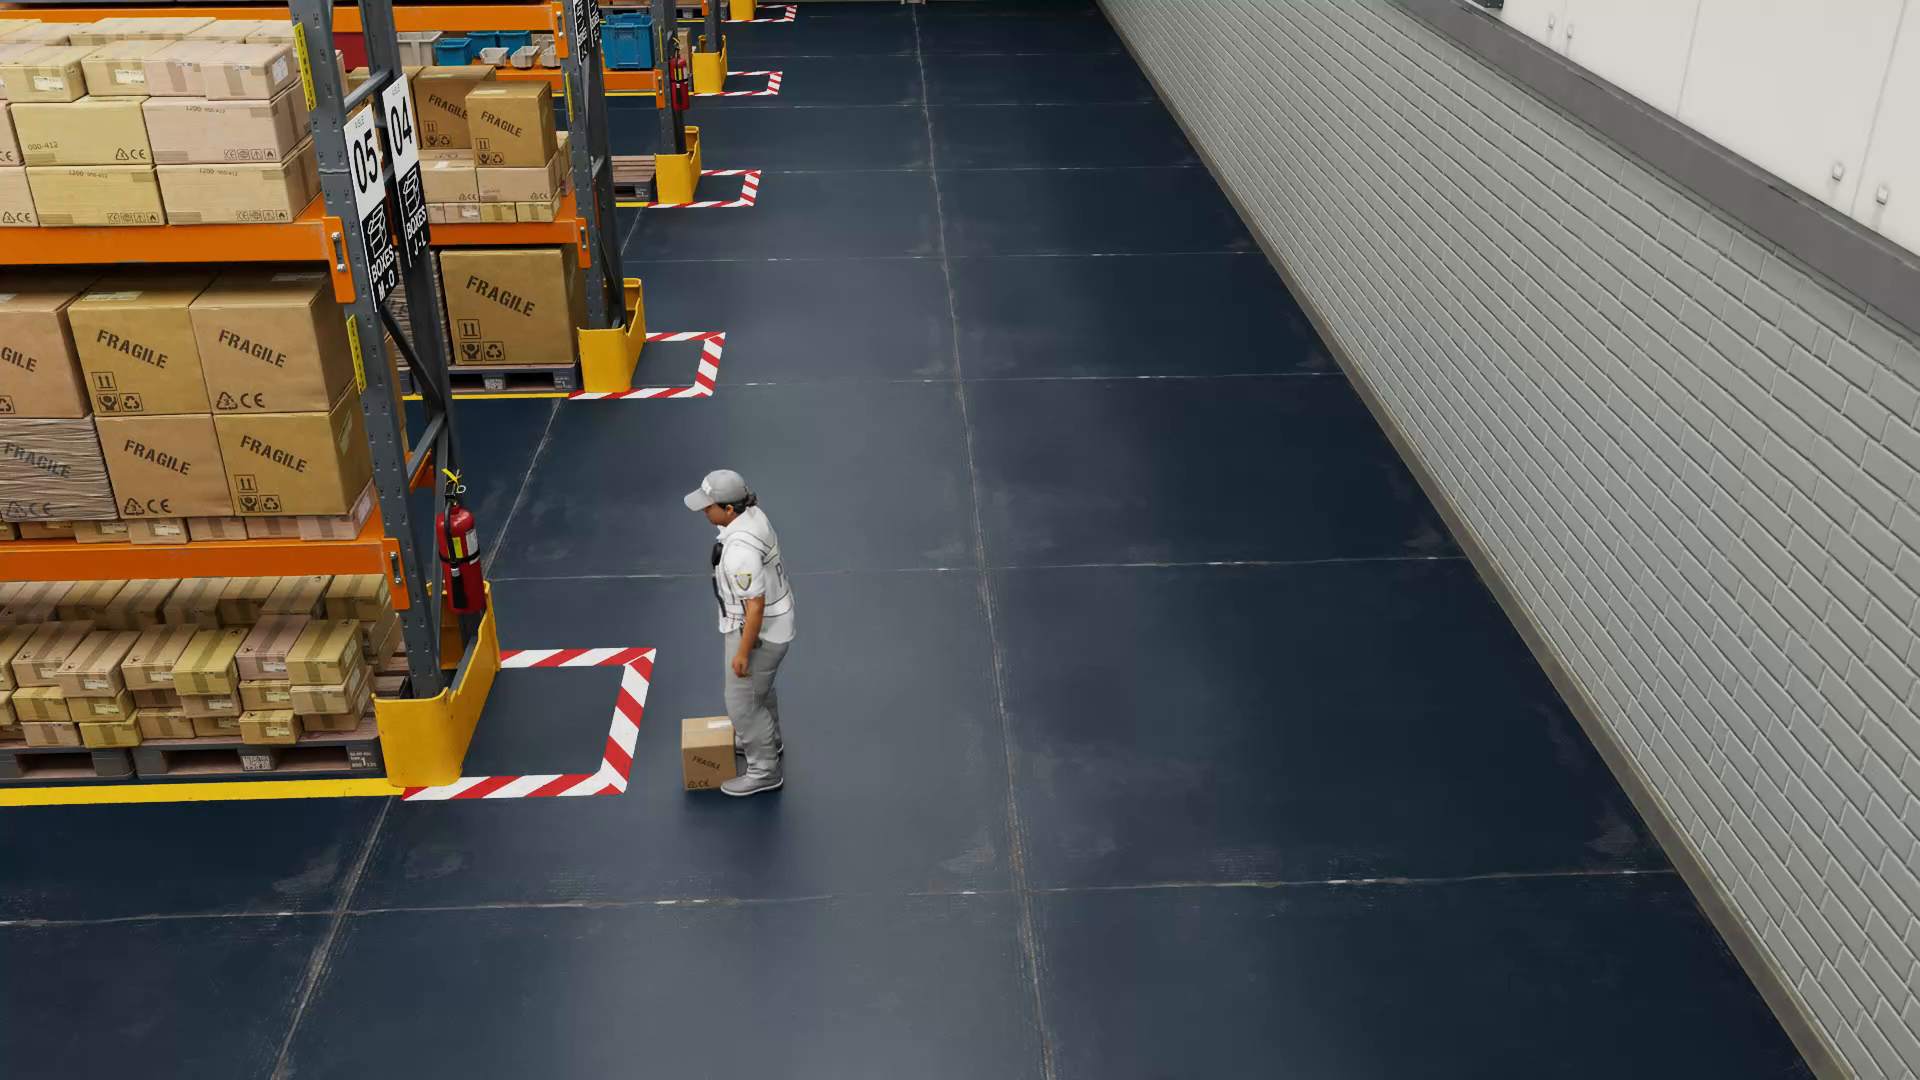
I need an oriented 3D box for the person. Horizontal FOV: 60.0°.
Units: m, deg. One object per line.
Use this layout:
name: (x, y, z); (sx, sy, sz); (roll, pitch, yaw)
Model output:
person: (-1.009, 0.413, 7.827); (0.464, 1.667, 0.564); (-3, 28, -5)
